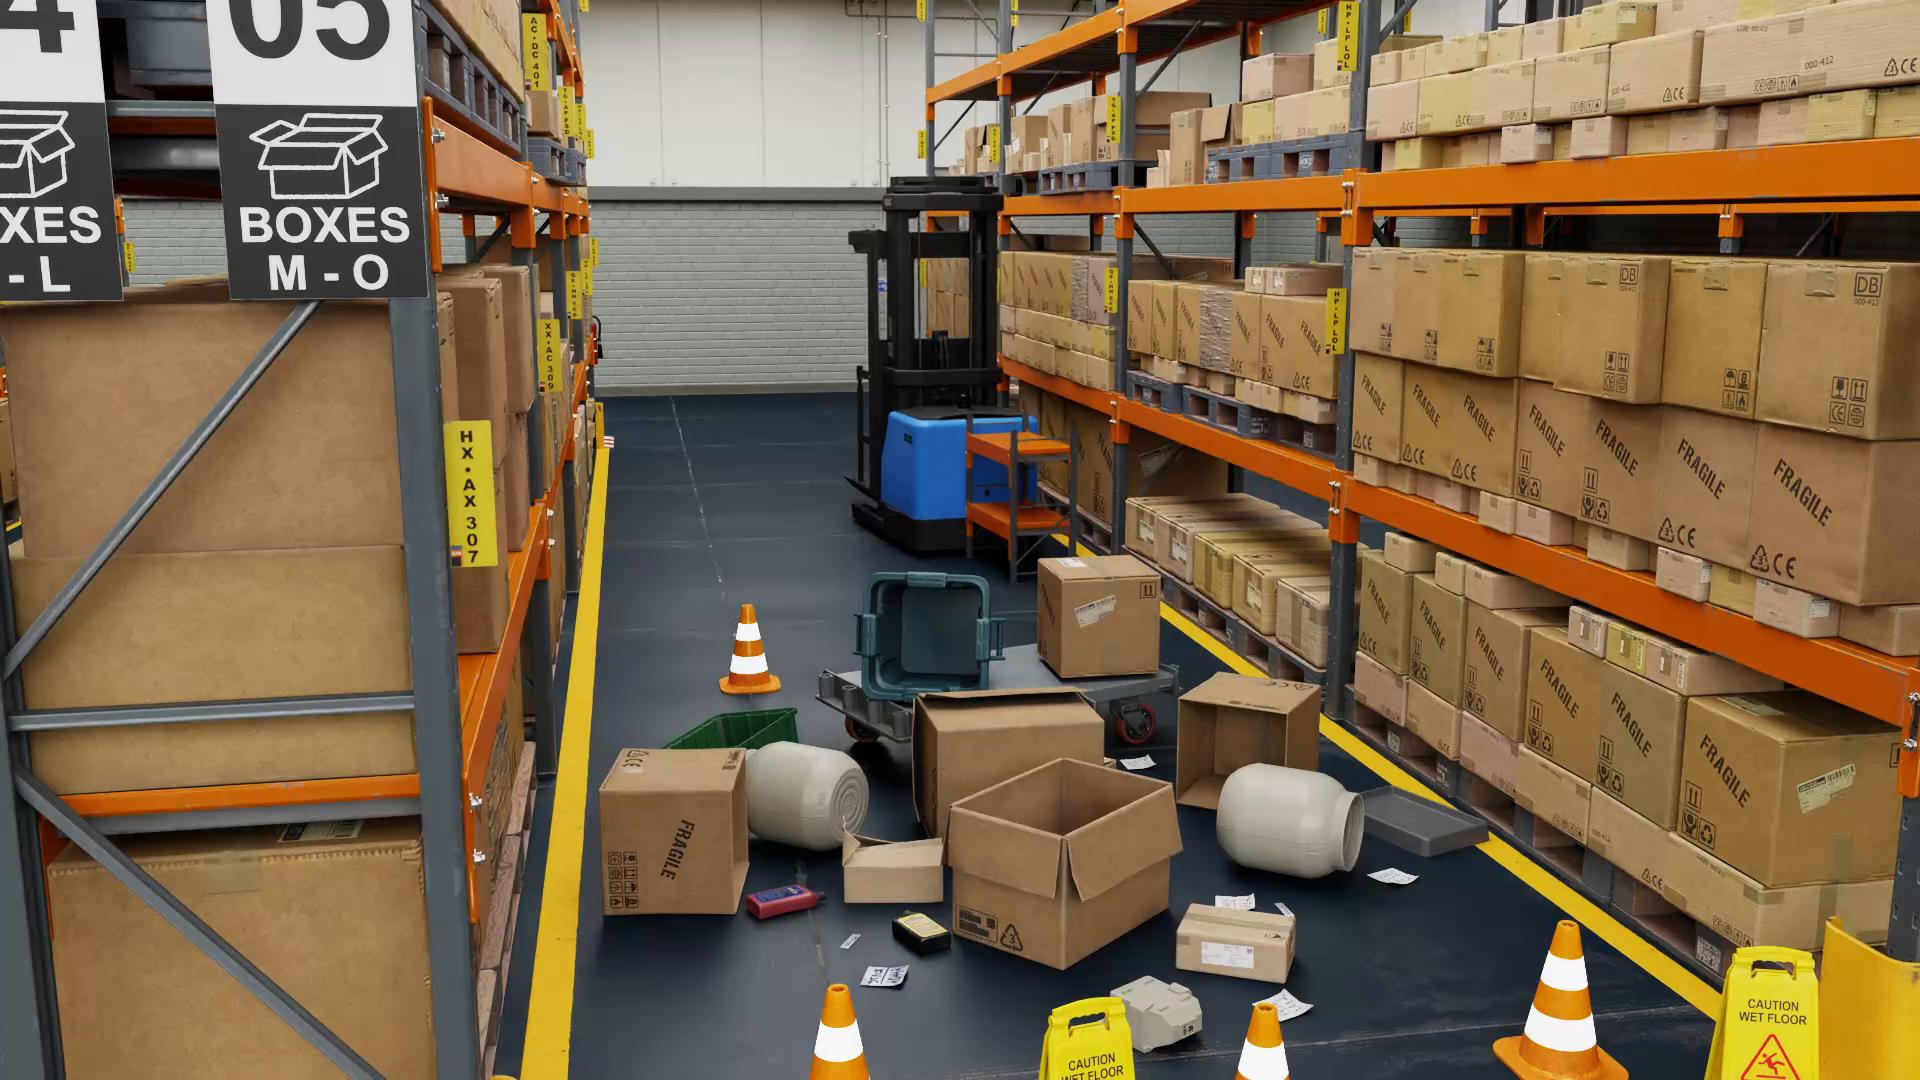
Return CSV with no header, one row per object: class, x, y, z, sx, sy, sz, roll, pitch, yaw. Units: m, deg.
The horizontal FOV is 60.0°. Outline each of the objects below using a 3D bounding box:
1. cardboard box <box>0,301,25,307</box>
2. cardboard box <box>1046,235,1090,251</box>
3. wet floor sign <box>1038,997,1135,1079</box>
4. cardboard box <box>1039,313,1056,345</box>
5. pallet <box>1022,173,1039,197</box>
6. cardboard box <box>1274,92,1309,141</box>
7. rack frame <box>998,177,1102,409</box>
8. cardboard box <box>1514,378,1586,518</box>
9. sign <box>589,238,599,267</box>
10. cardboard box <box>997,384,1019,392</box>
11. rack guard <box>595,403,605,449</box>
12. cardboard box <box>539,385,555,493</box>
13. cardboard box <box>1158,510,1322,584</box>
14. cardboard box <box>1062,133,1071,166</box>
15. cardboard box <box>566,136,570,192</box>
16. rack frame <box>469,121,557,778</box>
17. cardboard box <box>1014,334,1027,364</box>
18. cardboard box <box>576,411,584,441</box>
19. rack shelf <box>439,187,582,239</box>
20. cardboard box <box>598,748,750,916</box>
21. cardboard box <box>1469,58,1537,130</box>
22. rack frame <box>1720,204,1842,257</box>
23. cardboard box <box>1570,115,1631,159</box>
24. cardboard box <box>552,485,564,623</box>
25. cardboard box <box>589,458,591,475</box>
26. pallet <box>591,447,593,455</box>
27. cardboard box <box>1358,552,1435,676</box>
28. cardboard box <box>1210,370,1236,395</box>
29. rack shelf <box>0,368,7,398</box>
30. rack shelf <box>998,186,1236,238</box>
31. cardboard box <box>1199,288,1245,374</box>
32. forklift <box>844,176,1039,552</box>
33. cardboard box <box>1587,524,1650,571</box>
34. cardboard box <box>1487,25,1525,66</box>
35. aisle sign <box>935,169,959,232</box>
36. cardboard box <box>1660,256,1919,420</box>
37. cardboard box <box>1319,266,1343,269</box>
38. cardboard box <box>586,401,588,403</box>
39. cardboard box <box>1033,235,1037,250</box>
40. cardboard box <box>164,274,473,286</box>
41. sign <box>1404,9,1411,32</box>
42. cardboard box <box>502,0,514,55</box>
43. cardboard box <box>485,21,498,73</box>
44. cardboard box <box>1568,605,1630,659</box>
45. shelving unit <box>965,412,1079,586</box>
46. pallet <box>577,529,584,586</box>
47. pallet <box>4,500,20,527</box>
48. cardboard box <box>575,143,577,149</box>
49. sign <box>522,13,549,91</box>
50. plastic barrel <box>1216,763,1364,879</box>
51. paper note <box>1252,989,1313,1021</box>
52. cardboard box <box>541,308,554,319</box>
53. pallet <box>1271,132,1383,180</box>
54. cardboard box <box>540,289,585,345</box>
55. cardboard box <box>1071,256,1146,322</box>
cardboard box,-8.689,-2.195,14.805,0.500,0.500,0.500,-2,11,-11
cardboard box,1.068,-2.943,16.463,0.380,0.149,0.250,-2,11,-12
wet floor sign,0.320,1.472,4.236,0.267,0.644,0.232,-4,12,-21
cardboard box,0.985,-1.817,14.286,0.500,0.250,0.500,-2,11,-13
pallet,1.101,-3.230,15.136,0.805,0.209,1.217,-3,11,-13
cardboard box,2.081,-2.351,9.281,0.500,0.250,0.500,-2,11,-10
rack frame,0.874,-2.017,16.272,1.000,3.000,0.127,-2,11,-11
cardboard box,2.566,-0.379,6.600,0.500,0.500,0.500,-2,11,-10
sign,-4.191,-3.293,19.032,0.100,0.325,0.005,-2,11,-11
cardboard box,0.323,-1.581,19.710,0.875,0.438,0.875,-3,11,-13
rack guard,-4.725,-1.310,19.244,1.175,0.500,0.348,-2,11,-11
cardboard box,-2.244,-0.507,8.069,0.500,0.500,0.500,-2,11,-10
cardboard box,1.904,0.040,11.368,0.950,0.372,0.625,-2,11,-12
cardboard box,1.041,-3.137,13.371,0.396,0.266,0.258,-2,11,-12
cardboard box,-3.240,-2.905,12.647,0.500,0.500,0.500,-2,11,-11
rack frame,-2.406,-0.351,7.520,1.000,3.000,0.127,-2,11,-11
cardboard box,0.803,-1.758,15.314,0.500,0.250,0.500,-2,11,-12
cardboard box,-3.482,-0.943,14.186,0.500,0.250,0.500,-2,11,-8
rack shelf,-3.572,-2.572,13.089,1.077,0.370,4.000,-2,11,-11
cardboard box,-1.097,1.123,6.454,0.500,0.500,0.500,0,11,-1
cardboard box,2.441,-1.819,6.813,0.500,0.250,0.500,-2,11,-10
rack frame,6.521,-1.465,13.370,1.000,3.000,0.127,-2,11,-11
cardboard box,2.522,-1.502,6.214,0.380,0.149,0.250,-2,11,-12
cardboard box,-2.980,0.089,10.100,1.050,0.750,0.750,-2,11,-10
cardboard box,-3.717,-0.703,15.869,0.380,0.149,0.250,-3,11,-13
pallet,-4.601,-1.018,18.481,1.003,0.211,1.213,-2,11,-11
cardboard box,2.280,0.344,8.091,0.500,0.500,0.500,-2,11,-8
cardboard box,1.800,-1.002,10.487,0.380,0.149,0.250,-2,11,-9
rack shelf,-8.457,-0.937,12.519,1.077,0.370,4.000,-2,11,-11
rack shelf,1.263,-2.771,14.132,1.077,0.370,4.000,-2,11,-11
cardboard box,1.821,-1.310,10.369,0.500,0.500,0.500,-3,11,-13
forklift,-0.308,-1.580,14.158,1.130,2.935,3.031,-3,11,-18
cardboard box,2.608,0.014,6.271,0.380,0.149,0.250,-2,11,-12
cardboard box,2.416,-2.034,6.877,0.380,0.149,0.250,-2,11,-13
aisle sign,-0.202,-4.031,19.898,0.394,0.787,0.004,-2,11,-11
cardboard box,2.804,-0.682,5.518,0.700,0.500,0.500,-2,11,-10
cardboard box,2.373,-1.565,9.974,0.380,0.149,0.250,-1,11,-8
cardboard box,-4.232,-1.422,18.054,0.380,0.149,0.250,-3,11,-13
cardboard box,0.558,-2.973,16.620,0.380,0.149,0.250,-2,11,-10
cardboard box,-2.065,-0.589,5.480,0.875,0.550,0.500,-2,11,-11
sign,5.513,-6.432,20.502,0.100,0.325,0.005,-2,11,-11
cardboard box,-1.960,-1.979,6.265,0.500,0.250,0.500,-2,11,-11
cardboard box,-1.723,-1.622,5.454,0.380,0.149,0.250,-2,11,-11
cardboard box,2.564,0.344,6.356,0.380,0.149,0.250,-2,11,-9
shelving unit,0.446,-0.332,12.433,0.538,1.125,1.048,-3,11,-18
pallet,-3.334,0.141,12.389,1.003,0.211,1.213,-2,11,-11
pallet,-8.622,-0.148,13.910,1.003,0.211,1.213,-2,11,-11
cardboard box,-3.820,-3.561,15.426,0.500,0.250,0.500,-2,11,-9
sign,-1.861,-2.138,7.292,0.100,0.325,0.005,-2,11,-11
plastic barrel,1.322,1.126,6.651,0.512,0.421,0.421,6,12,28
paper note,1.072,1.541,5.517,0.148,0.019,0.142,-6,13,-31
cardboard box,-3.138,-1.601,12.044,0.380,0.149,0.250,-2,11,-13
pallet,2.415,-2.048,8.916,1.213,0.211,1.003,-2,11,-11
cardboard box,-3.811,-2.114,15.717,0.500,0.500,0.500,-2,11,-12
cardboard box,1.187,-2.003,13.256,0.500,0.500,0.500,-2,11,-10
